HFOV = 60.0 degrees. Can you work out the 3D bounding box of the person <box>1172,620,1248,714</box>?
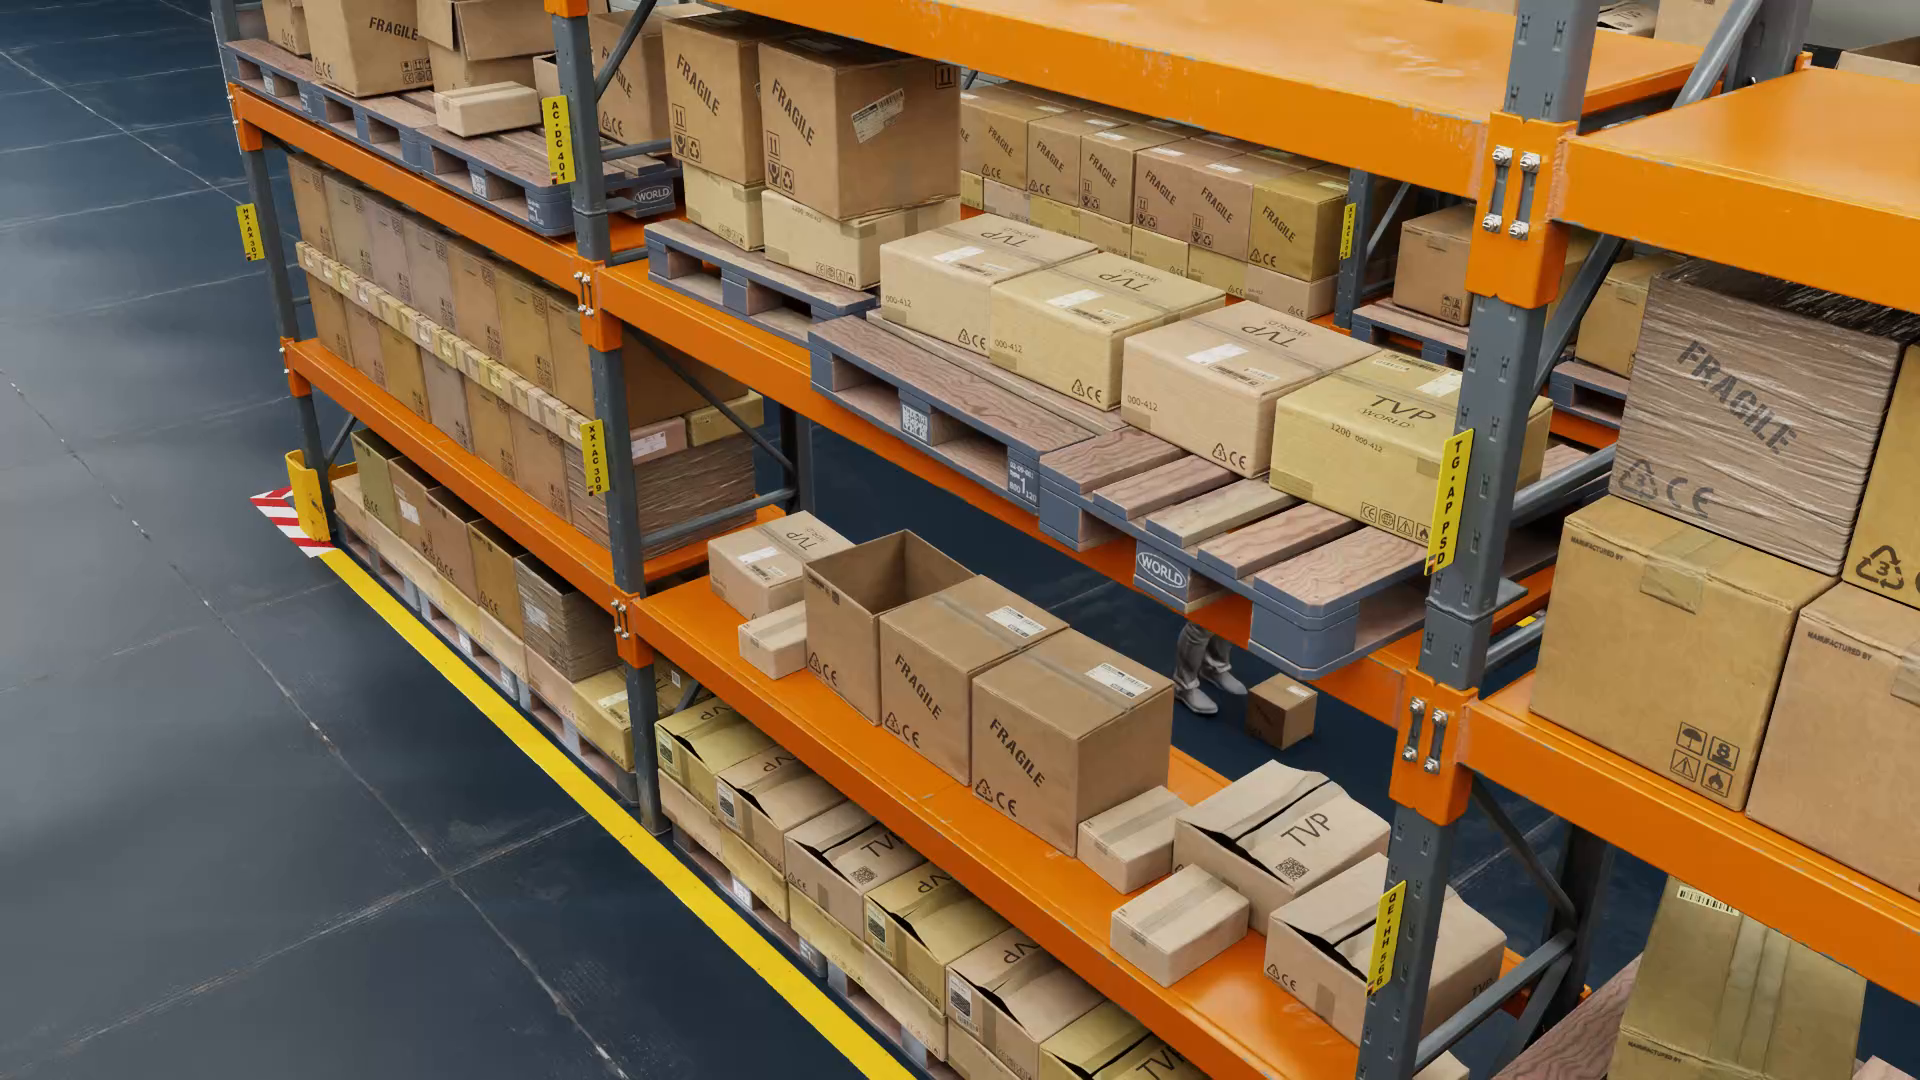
[{"bbox_3d":[1.345,0.052,8.529,0.564,1.782,0.363,-21,34,-34],"label":"person"}]
